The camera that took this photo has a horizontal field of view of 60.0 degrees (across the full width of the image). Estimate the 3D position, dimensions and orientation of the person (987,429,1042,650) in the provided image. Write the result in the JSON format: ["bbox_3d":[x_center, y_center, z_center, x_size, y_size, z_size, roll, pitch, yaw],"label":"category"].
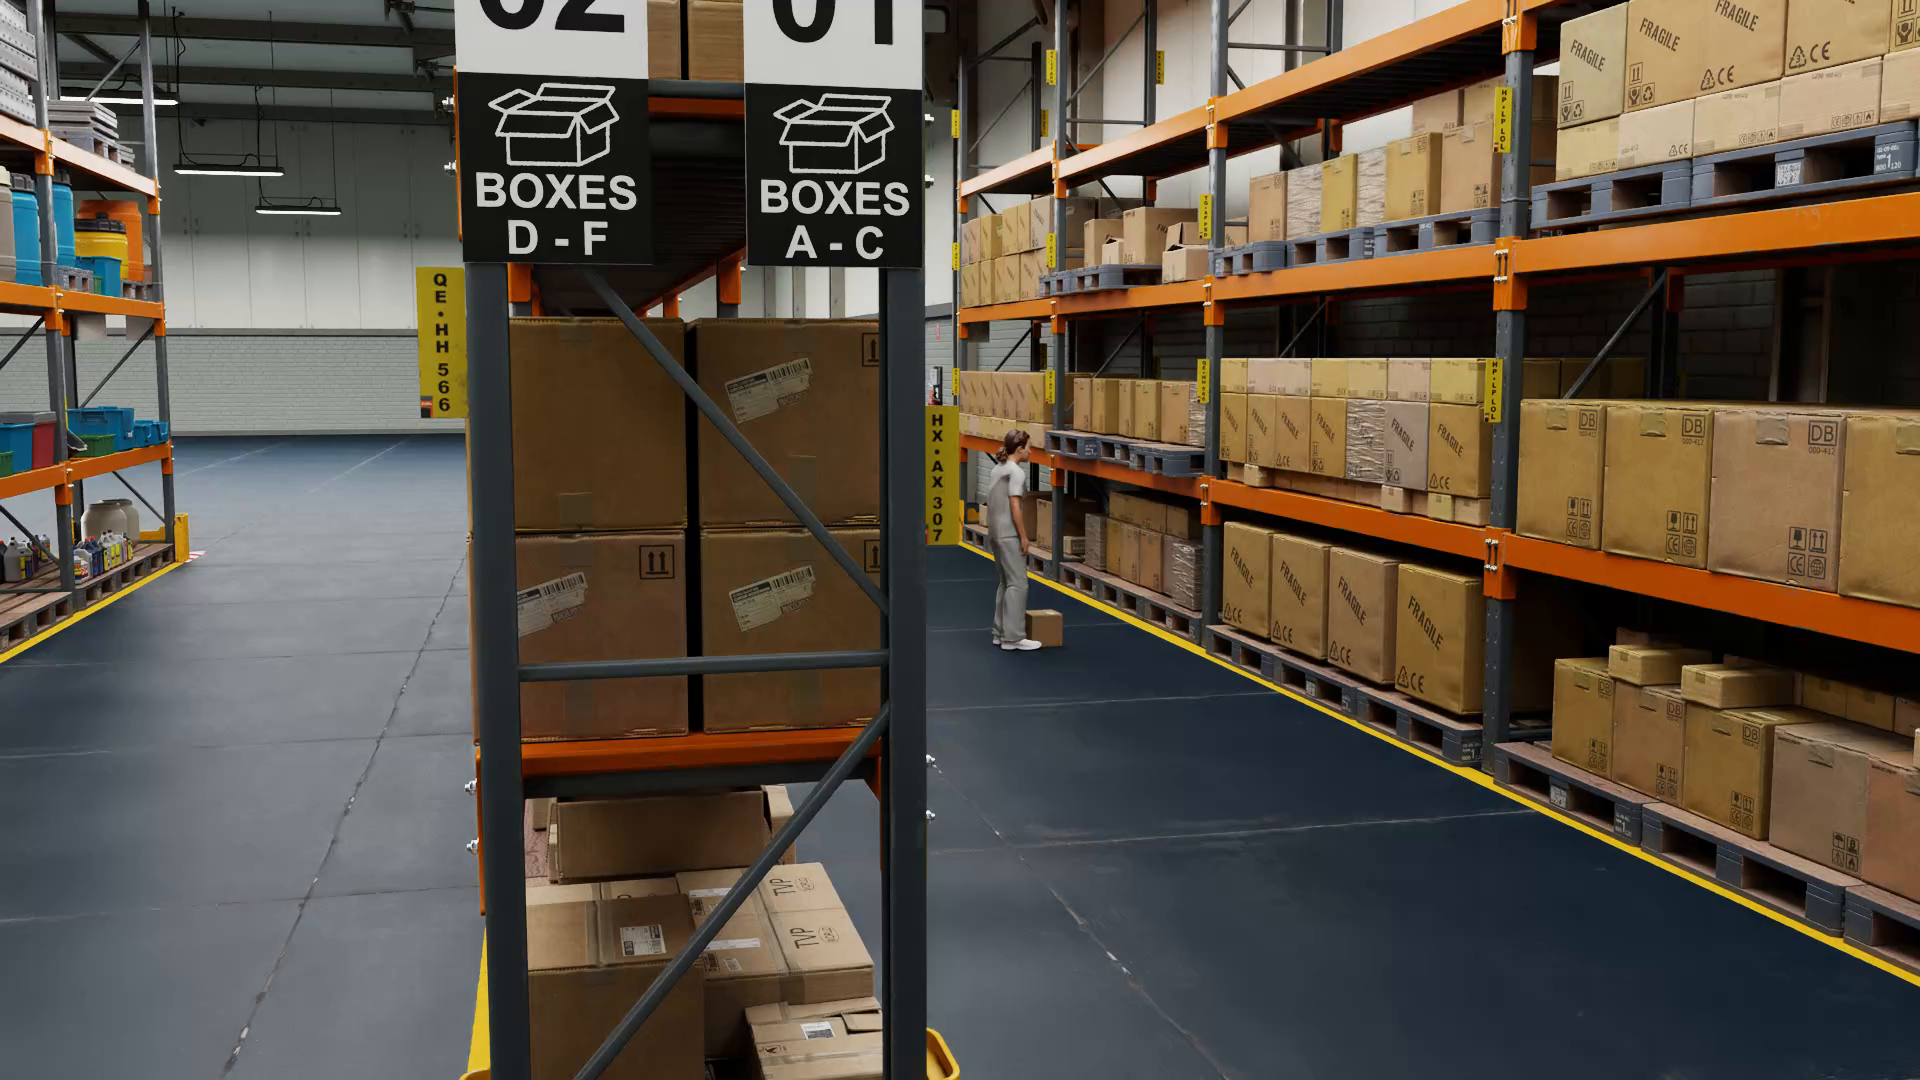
[{"bbox_3d":[0.400,-0.013,12.769,0.365,1.671,0.514,-2,6,-17],"label":"person"}]
